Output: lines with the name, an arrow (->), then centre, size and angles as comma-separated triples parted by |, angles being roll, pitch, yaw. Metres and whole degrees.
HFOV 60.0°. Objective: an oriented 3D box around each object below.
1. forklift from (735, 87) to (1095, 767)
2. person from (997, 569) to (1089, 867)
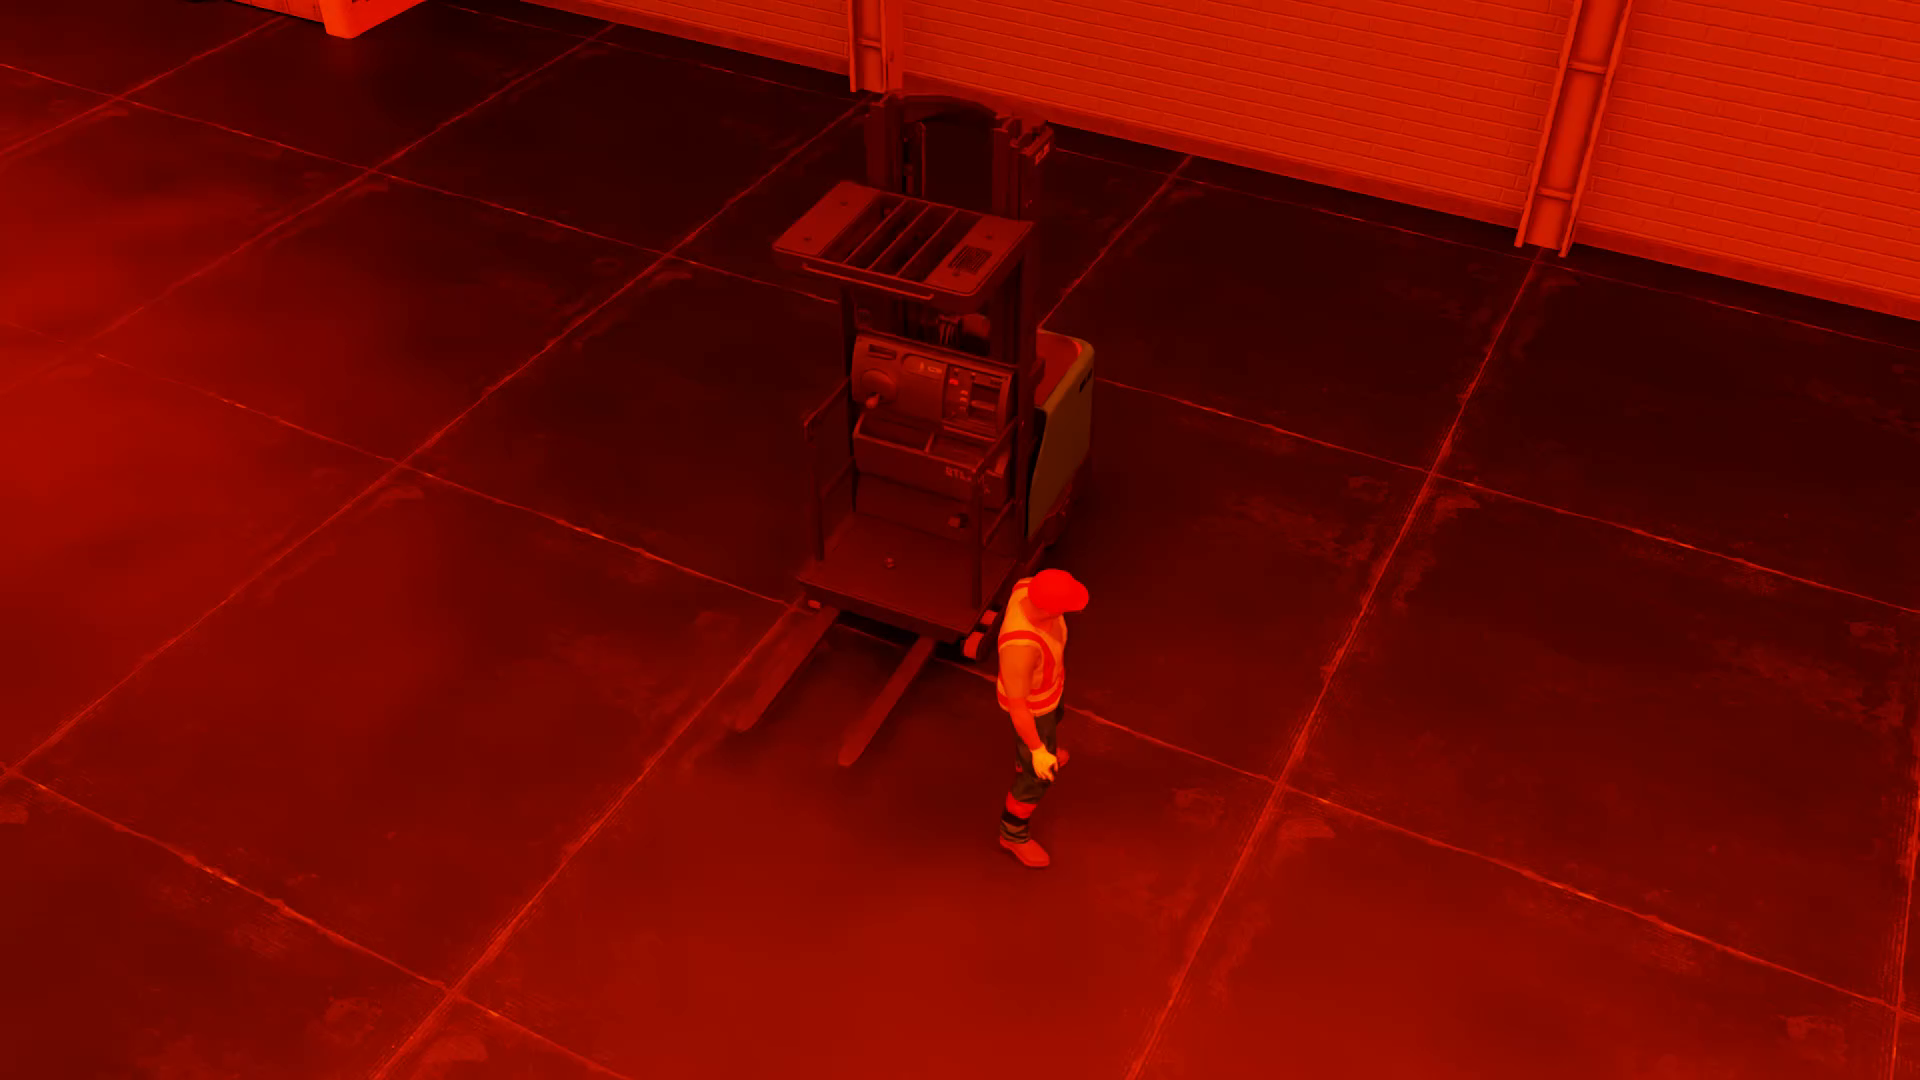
forklift -> -0.248, -0.760, 8.889 | 1.130, 2.935, 3.031 | 16, 43, 19
person -> 0.386, 0.755, 8.013 | 0.412, 1.743, 0.892 | 7, 41, 8
